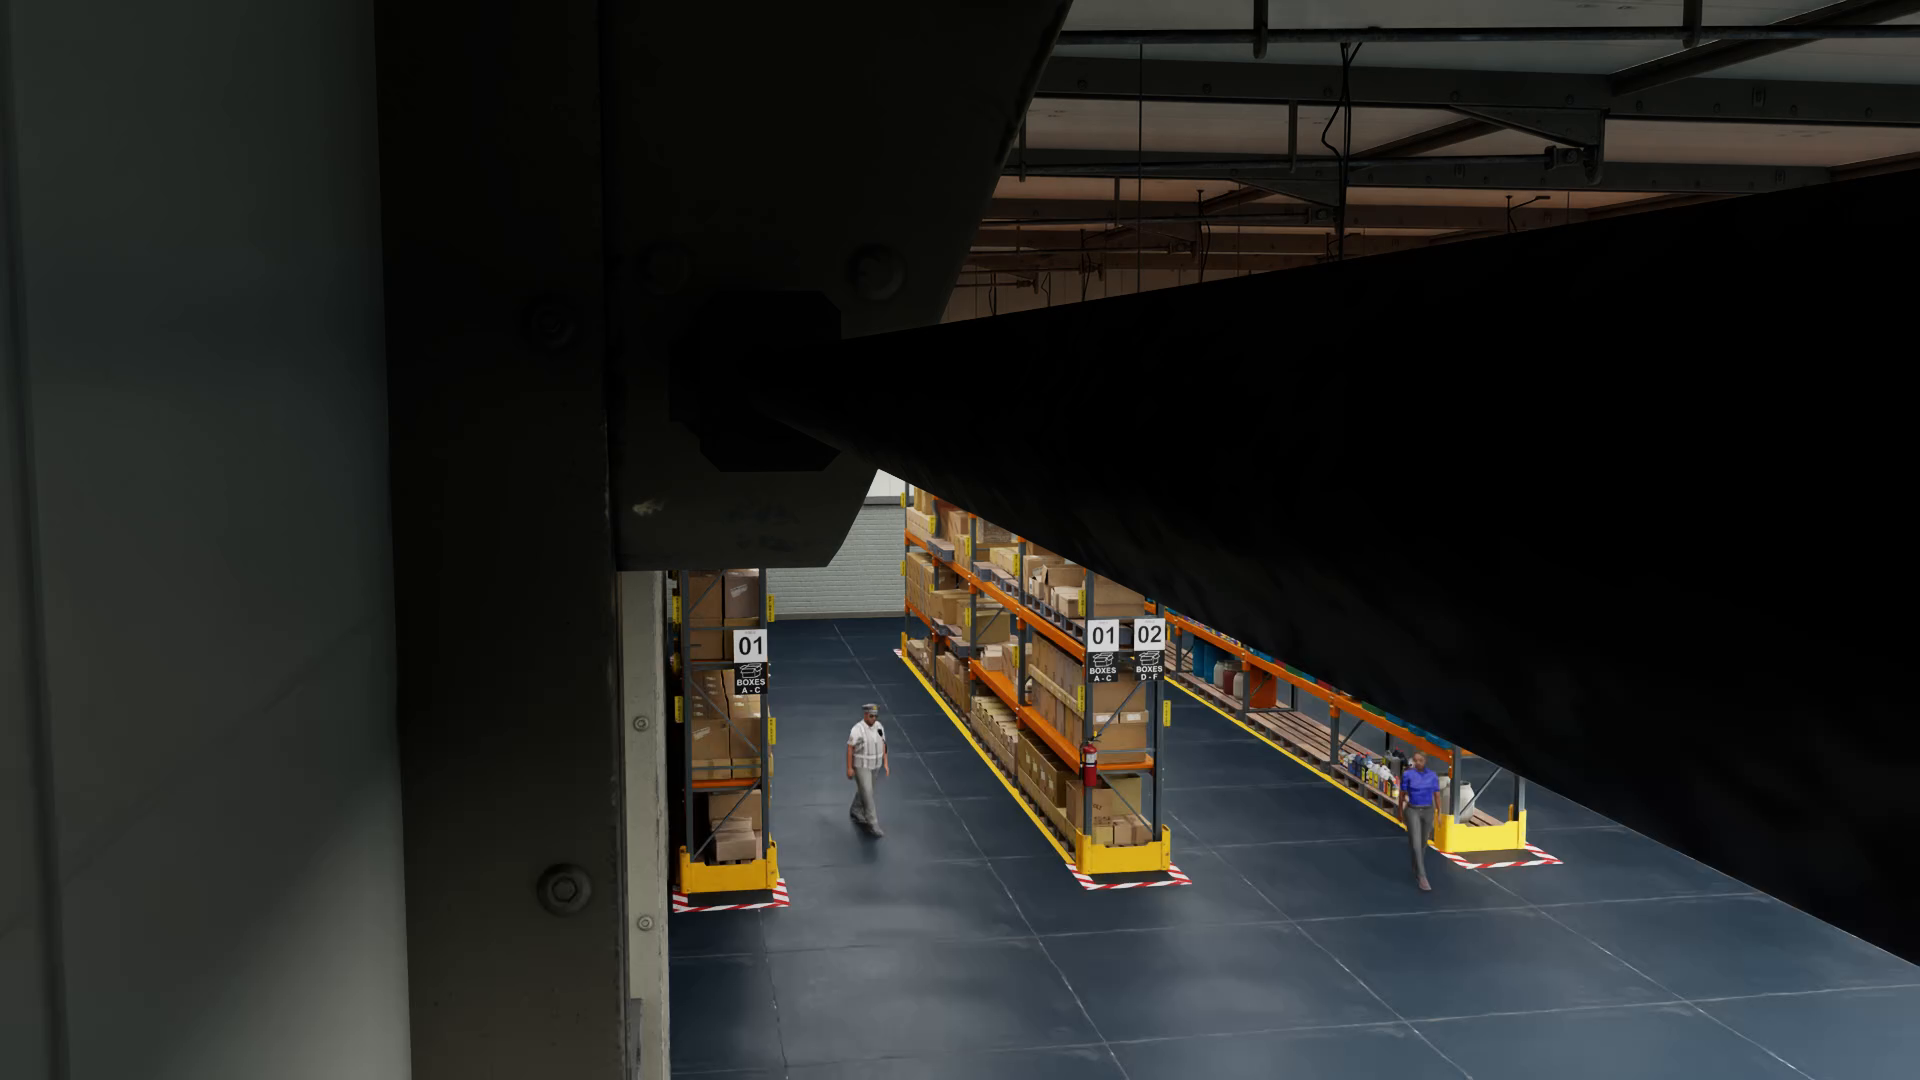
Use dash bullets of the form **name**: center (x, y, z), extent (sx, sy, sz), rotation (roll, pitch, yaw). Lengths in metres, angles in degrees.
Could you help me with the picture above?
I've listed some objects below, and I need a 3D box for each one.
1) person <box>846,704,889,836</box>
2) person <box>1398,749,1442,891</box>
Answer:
- **person**: center (-1.236, 3.095, 22.800), extent (0.938, 1.706, 0.571), rotation (5, 8, 42)
- **person**: center (5.679, 3.390, 20.414), extent (0.468, 1.622, 0.900), rotation (0, 6, -3)
